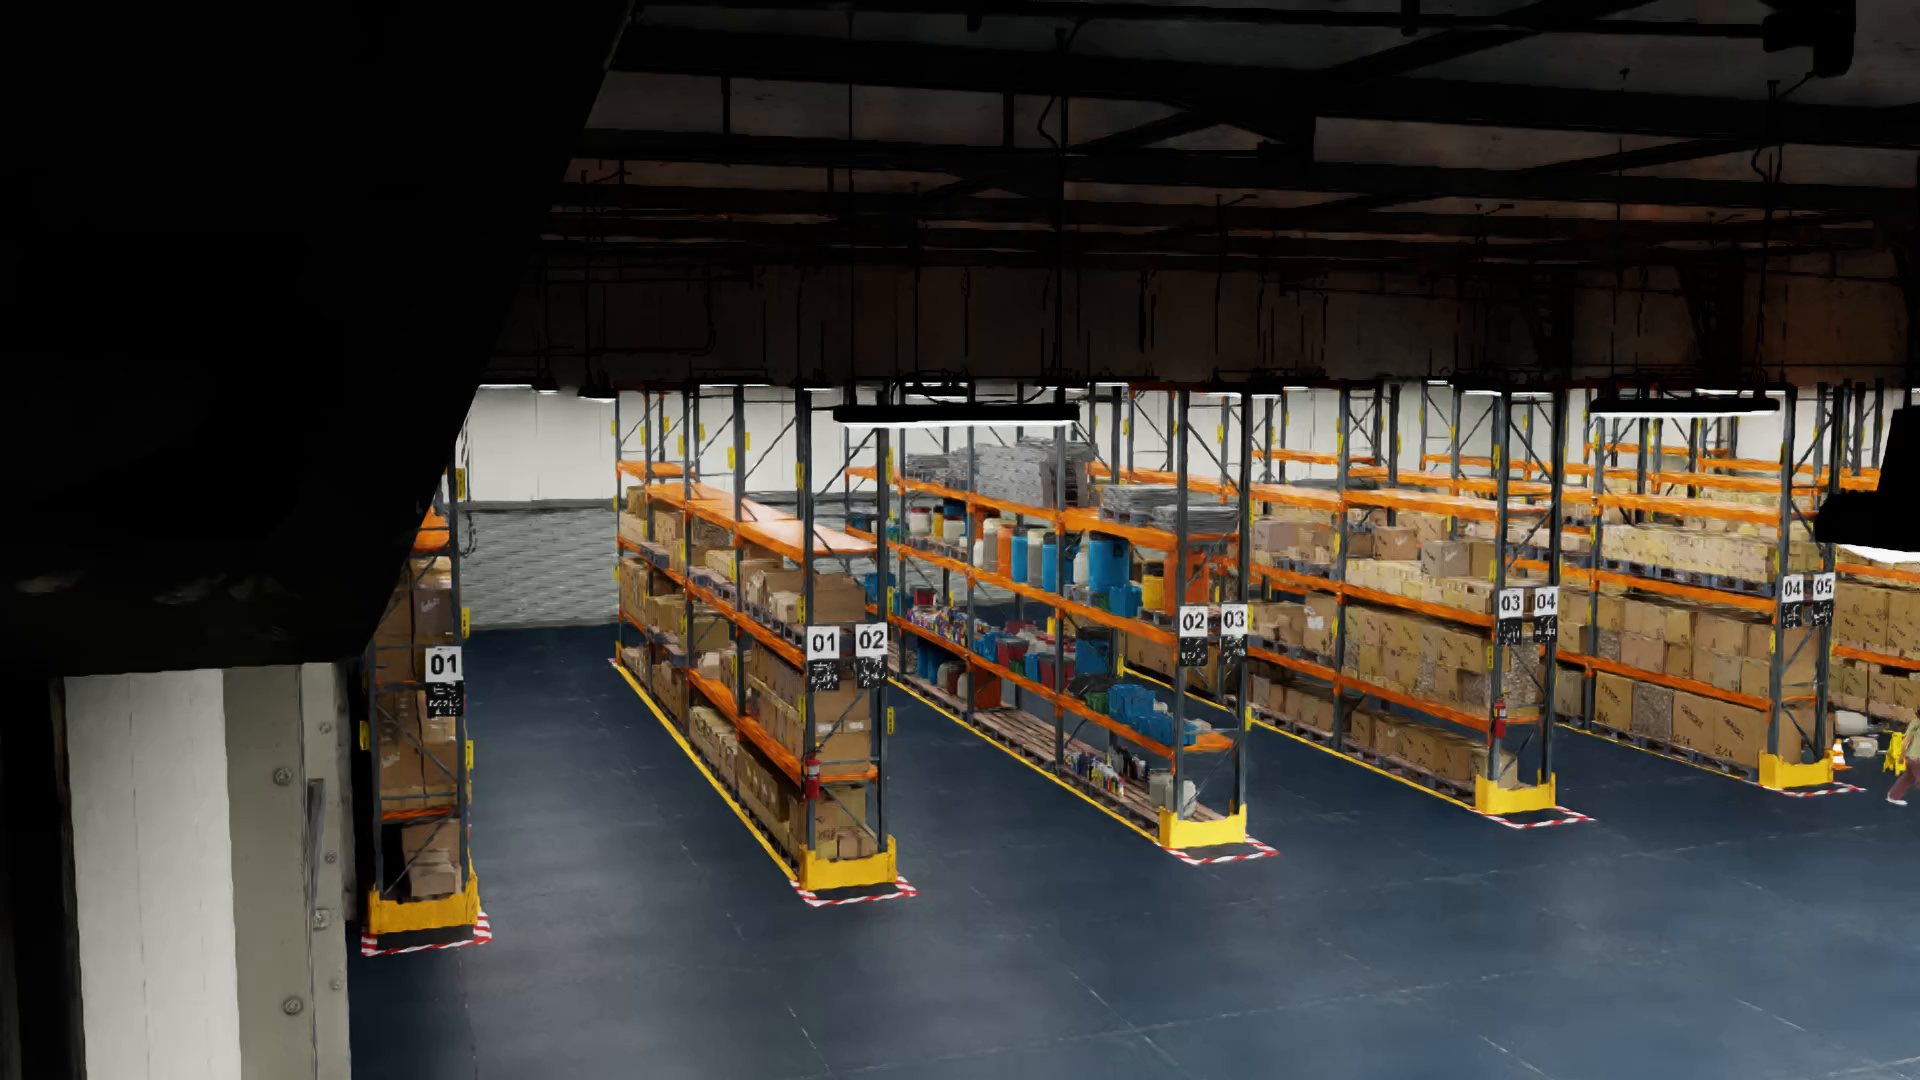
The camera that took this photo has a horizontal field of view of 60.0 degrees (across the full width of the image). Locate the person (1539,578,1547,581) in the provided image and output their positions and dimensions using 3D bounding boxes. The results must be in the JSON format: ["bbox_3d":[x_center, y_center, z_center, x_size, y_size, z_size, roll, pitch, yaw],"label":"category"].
[{"bbox_3d":[12.545,1.668,35.923,0.587,1.718,0.647,0,6,0],"label":"person"}]

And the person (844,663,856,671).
[{"bbox_3d":[-2.118,2.300,31.427,0.417,1.404,1.032,-2,6,-17],"label":"person"}]

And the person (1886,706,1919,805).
[{"bbox_3d":[13.543,3.082,23.451,0.447,1.433,0.998,-2,6,-21],"label":"person"}]

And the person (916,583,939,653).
[{"bbox_3d":[-0.658,1.714,35.901,0.483,1.611,0.993,-3,7,-27],"label":"person"}]
